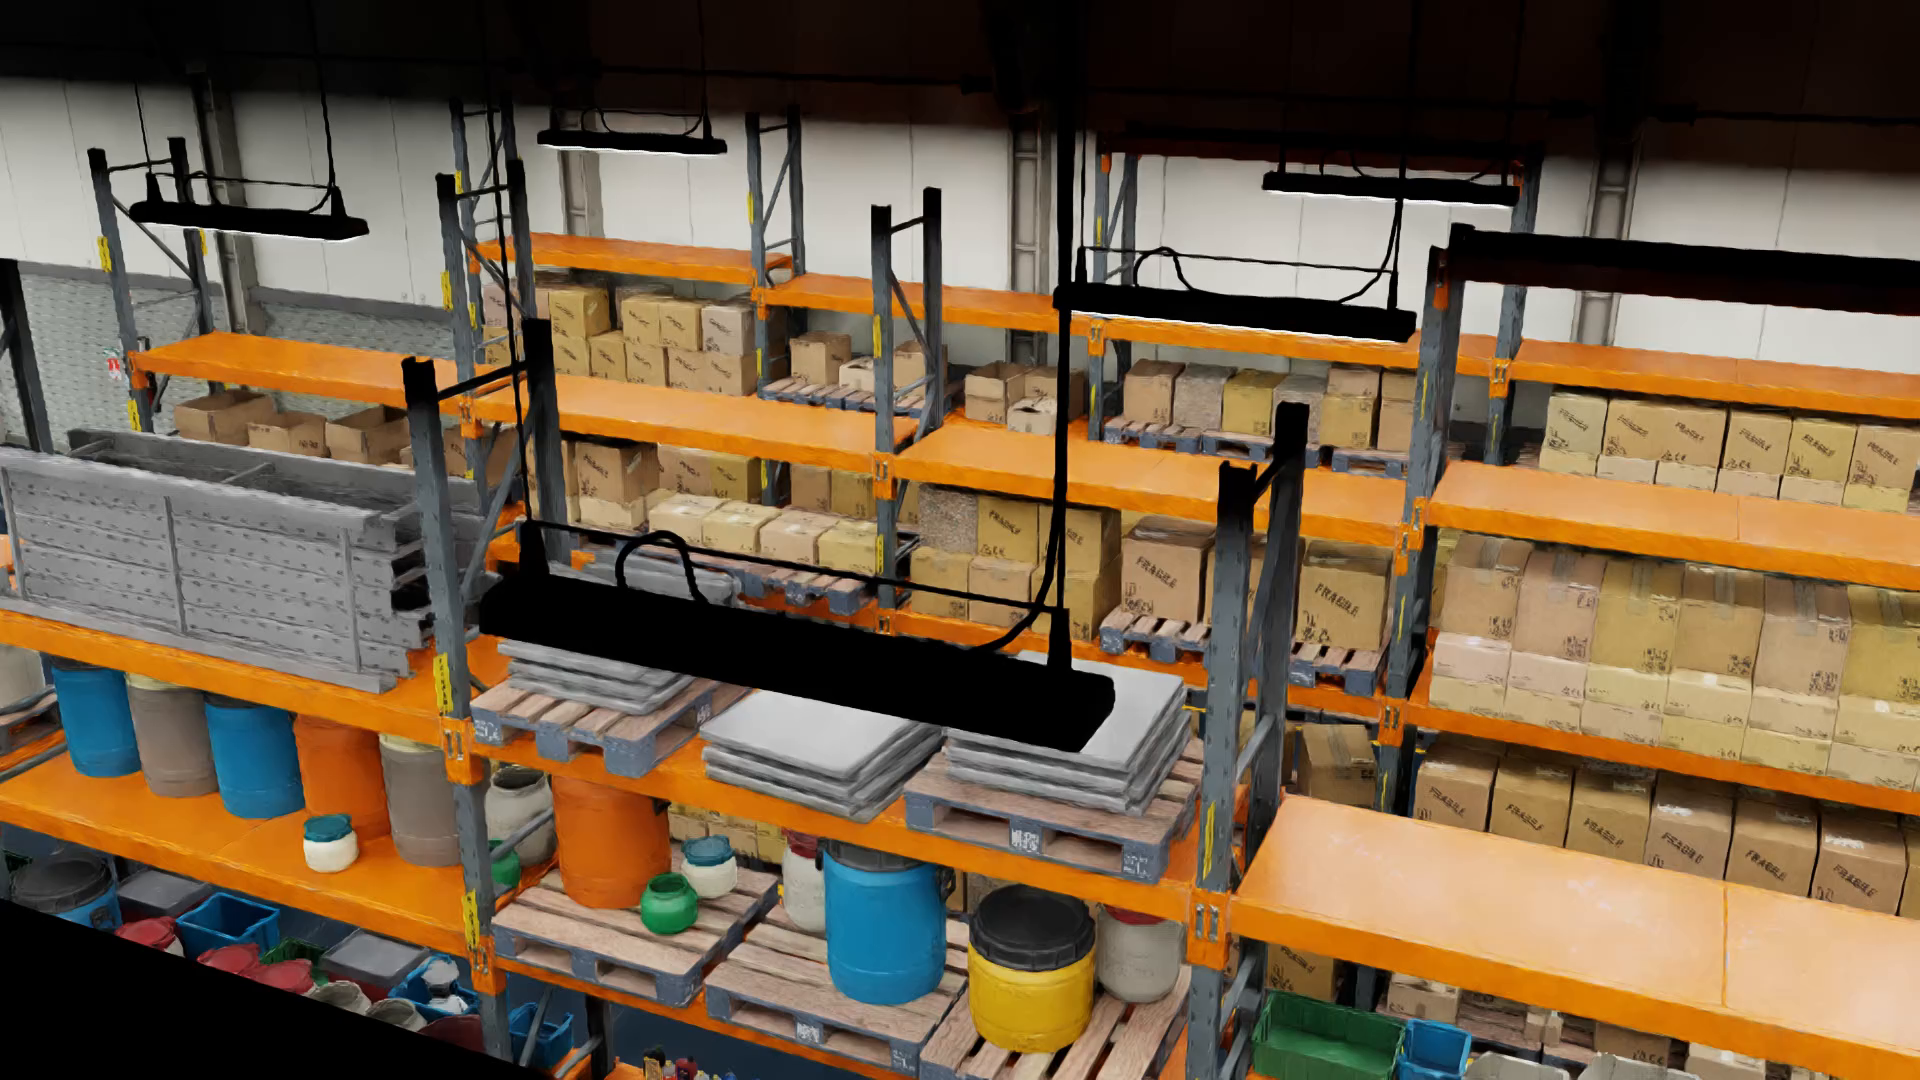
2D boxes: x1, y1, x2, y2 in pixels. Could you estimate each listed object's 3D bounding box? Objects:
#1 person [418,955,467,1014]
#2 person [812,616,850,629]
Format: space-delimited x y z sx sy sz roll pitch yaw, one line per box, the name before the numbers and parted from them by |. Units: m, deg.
person | -3.319 3.498 10.870 0.521 1.637 0.947 -19 28 -41
person | -1.466 0.644 18.448 0.625 1.767 0.492 0 21 0
